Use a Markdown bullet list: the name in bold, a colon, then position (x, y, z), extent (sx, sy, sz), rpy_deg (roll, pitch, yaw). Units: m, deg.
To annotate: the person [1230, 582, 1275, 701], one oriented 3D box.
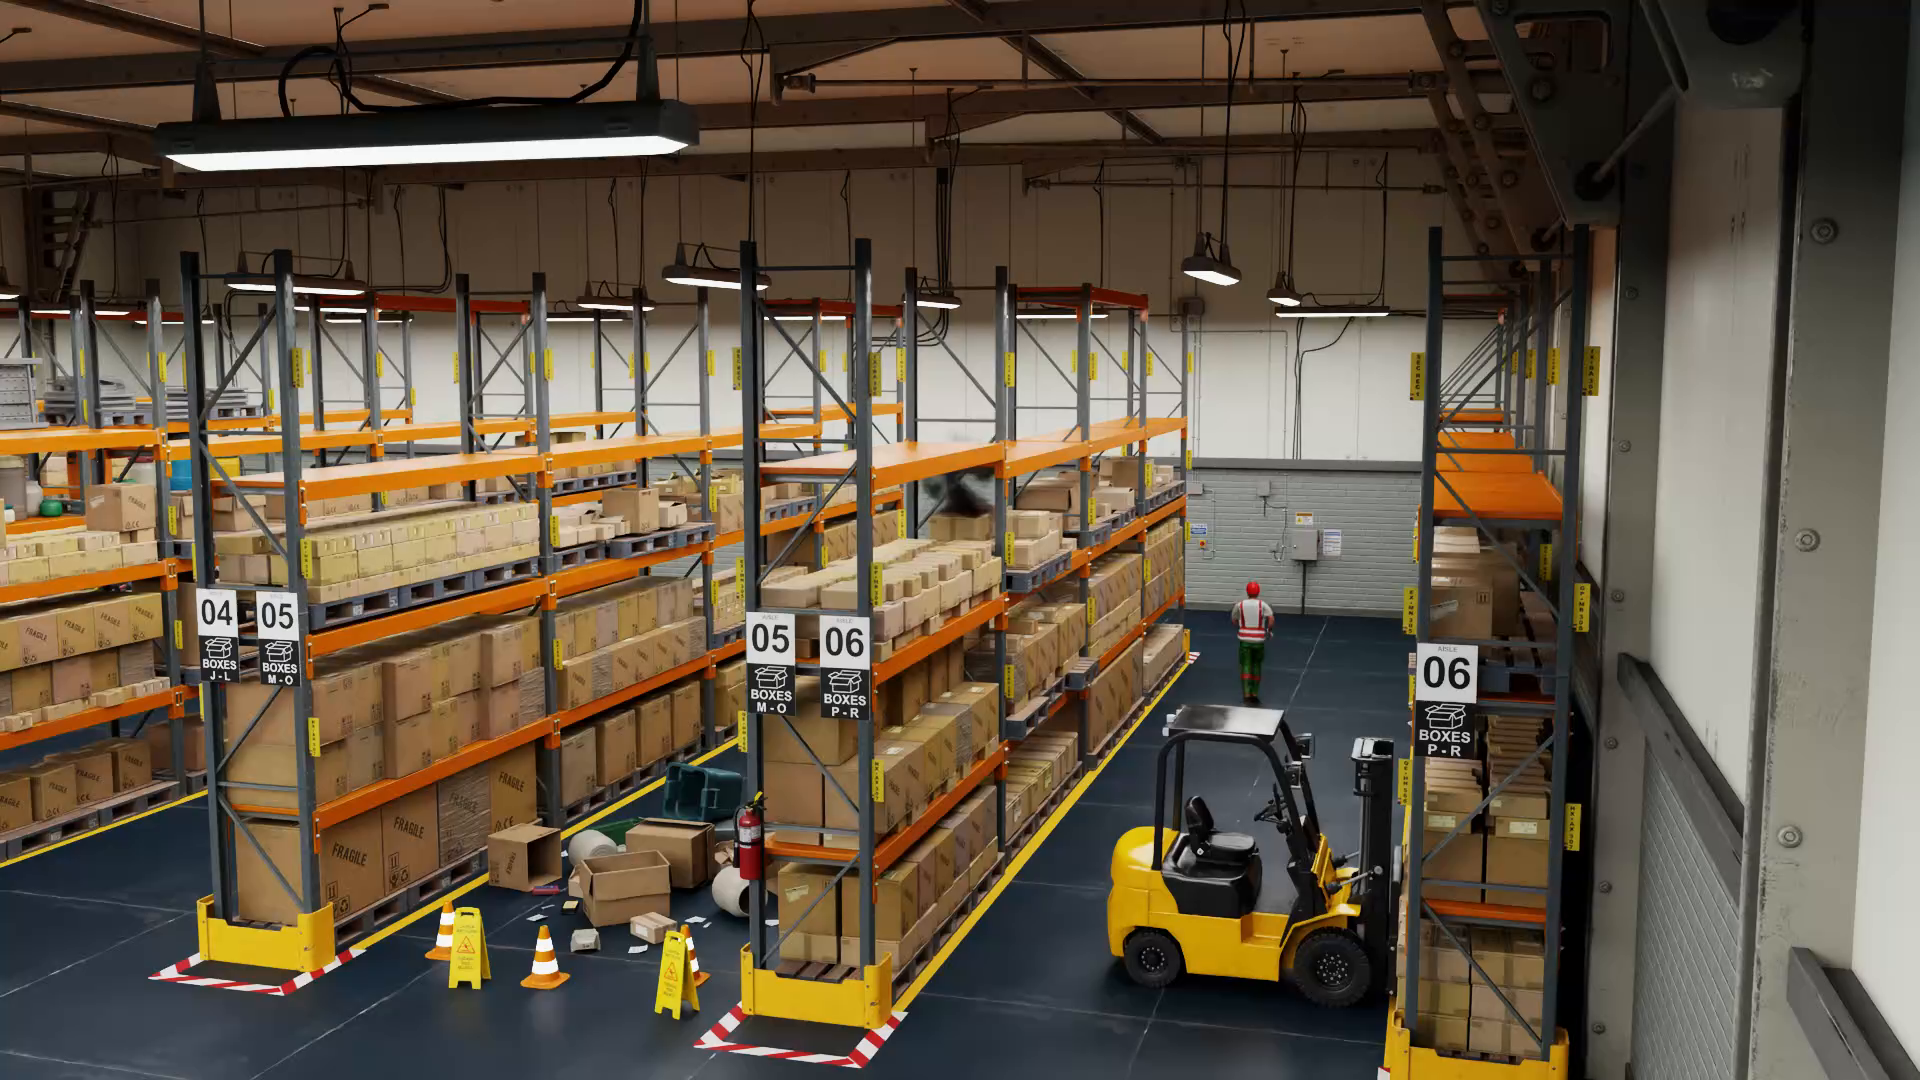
- **person**: position (4.317, 1.520, 24.583), extent (0.640, 1.824, 0.814), rpy_deg (1, 6, 9)
